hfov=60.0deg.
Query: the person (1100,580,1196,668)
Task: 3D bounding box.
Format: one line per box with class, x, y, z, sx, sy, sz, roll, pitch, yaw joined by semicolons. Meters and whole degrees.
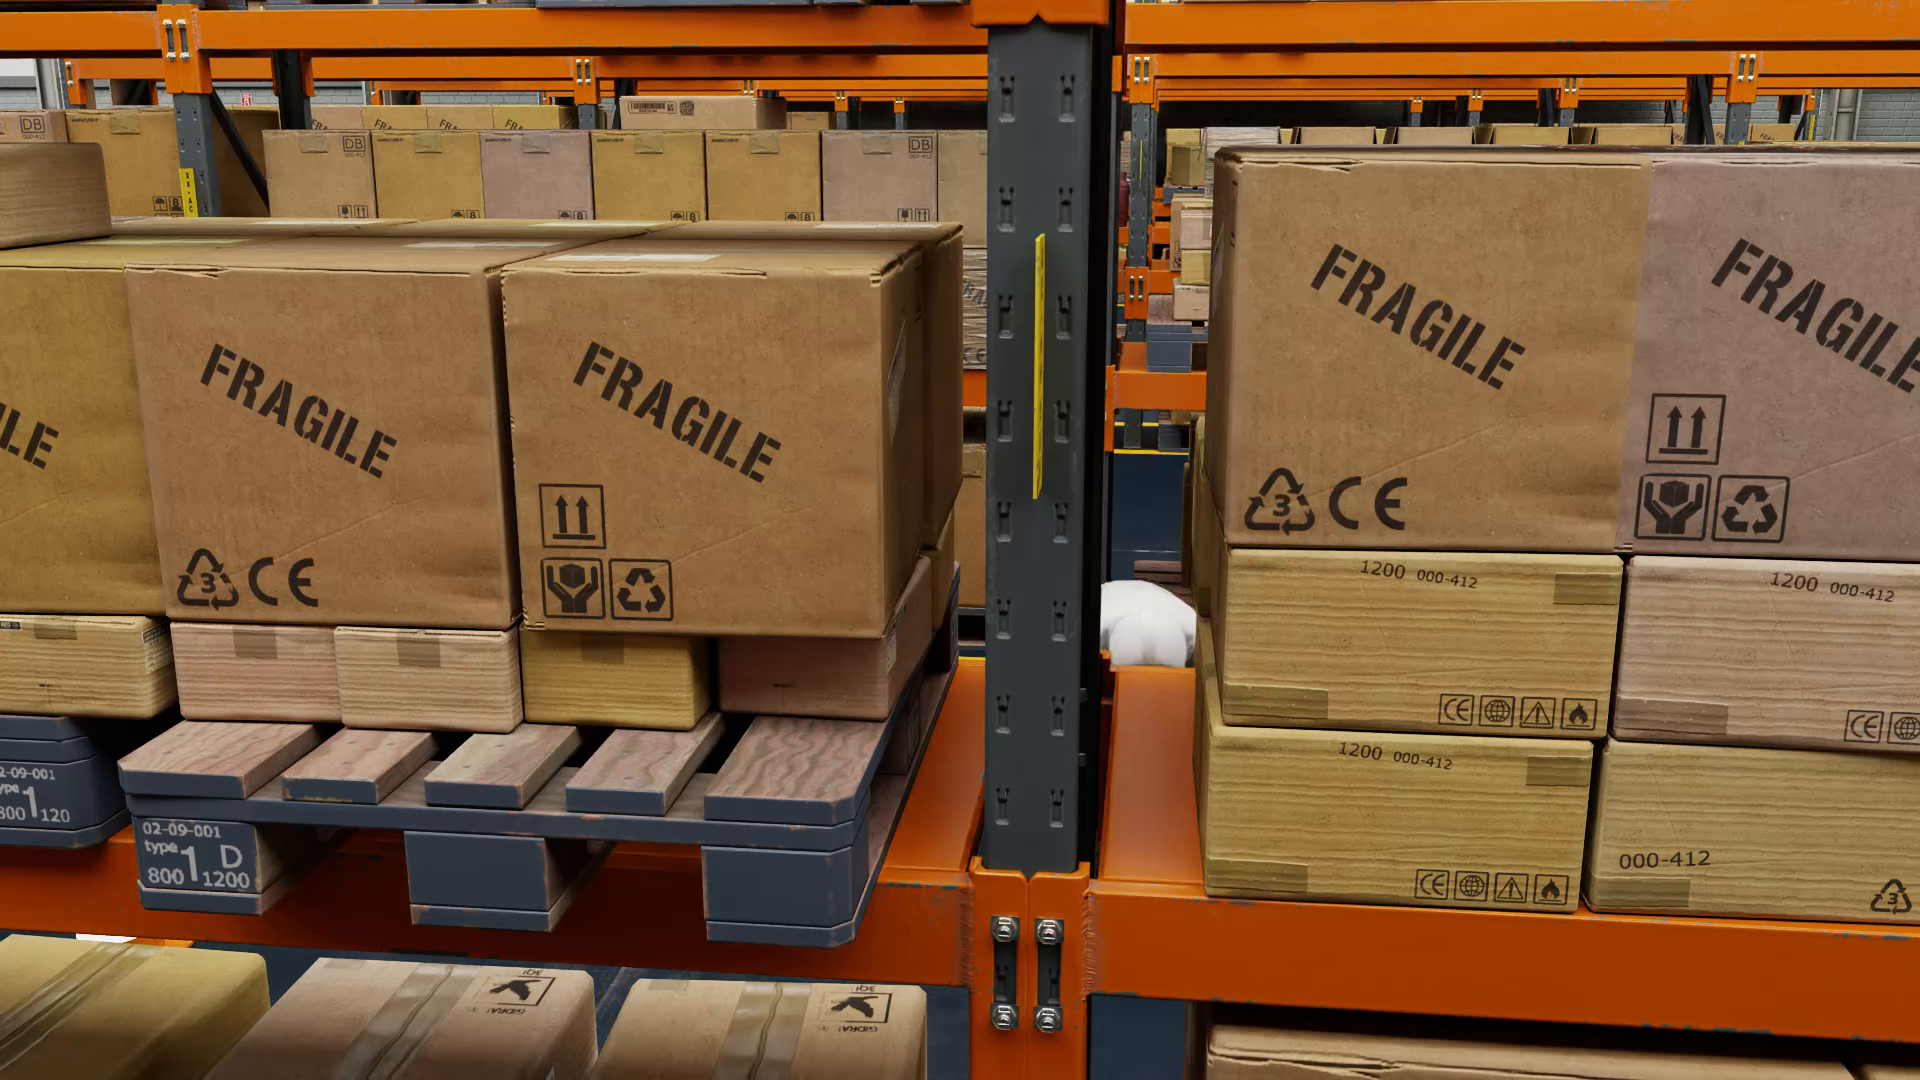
person;0.538;0.589;5.229;0.506;0.988;0.973;1;14;4
